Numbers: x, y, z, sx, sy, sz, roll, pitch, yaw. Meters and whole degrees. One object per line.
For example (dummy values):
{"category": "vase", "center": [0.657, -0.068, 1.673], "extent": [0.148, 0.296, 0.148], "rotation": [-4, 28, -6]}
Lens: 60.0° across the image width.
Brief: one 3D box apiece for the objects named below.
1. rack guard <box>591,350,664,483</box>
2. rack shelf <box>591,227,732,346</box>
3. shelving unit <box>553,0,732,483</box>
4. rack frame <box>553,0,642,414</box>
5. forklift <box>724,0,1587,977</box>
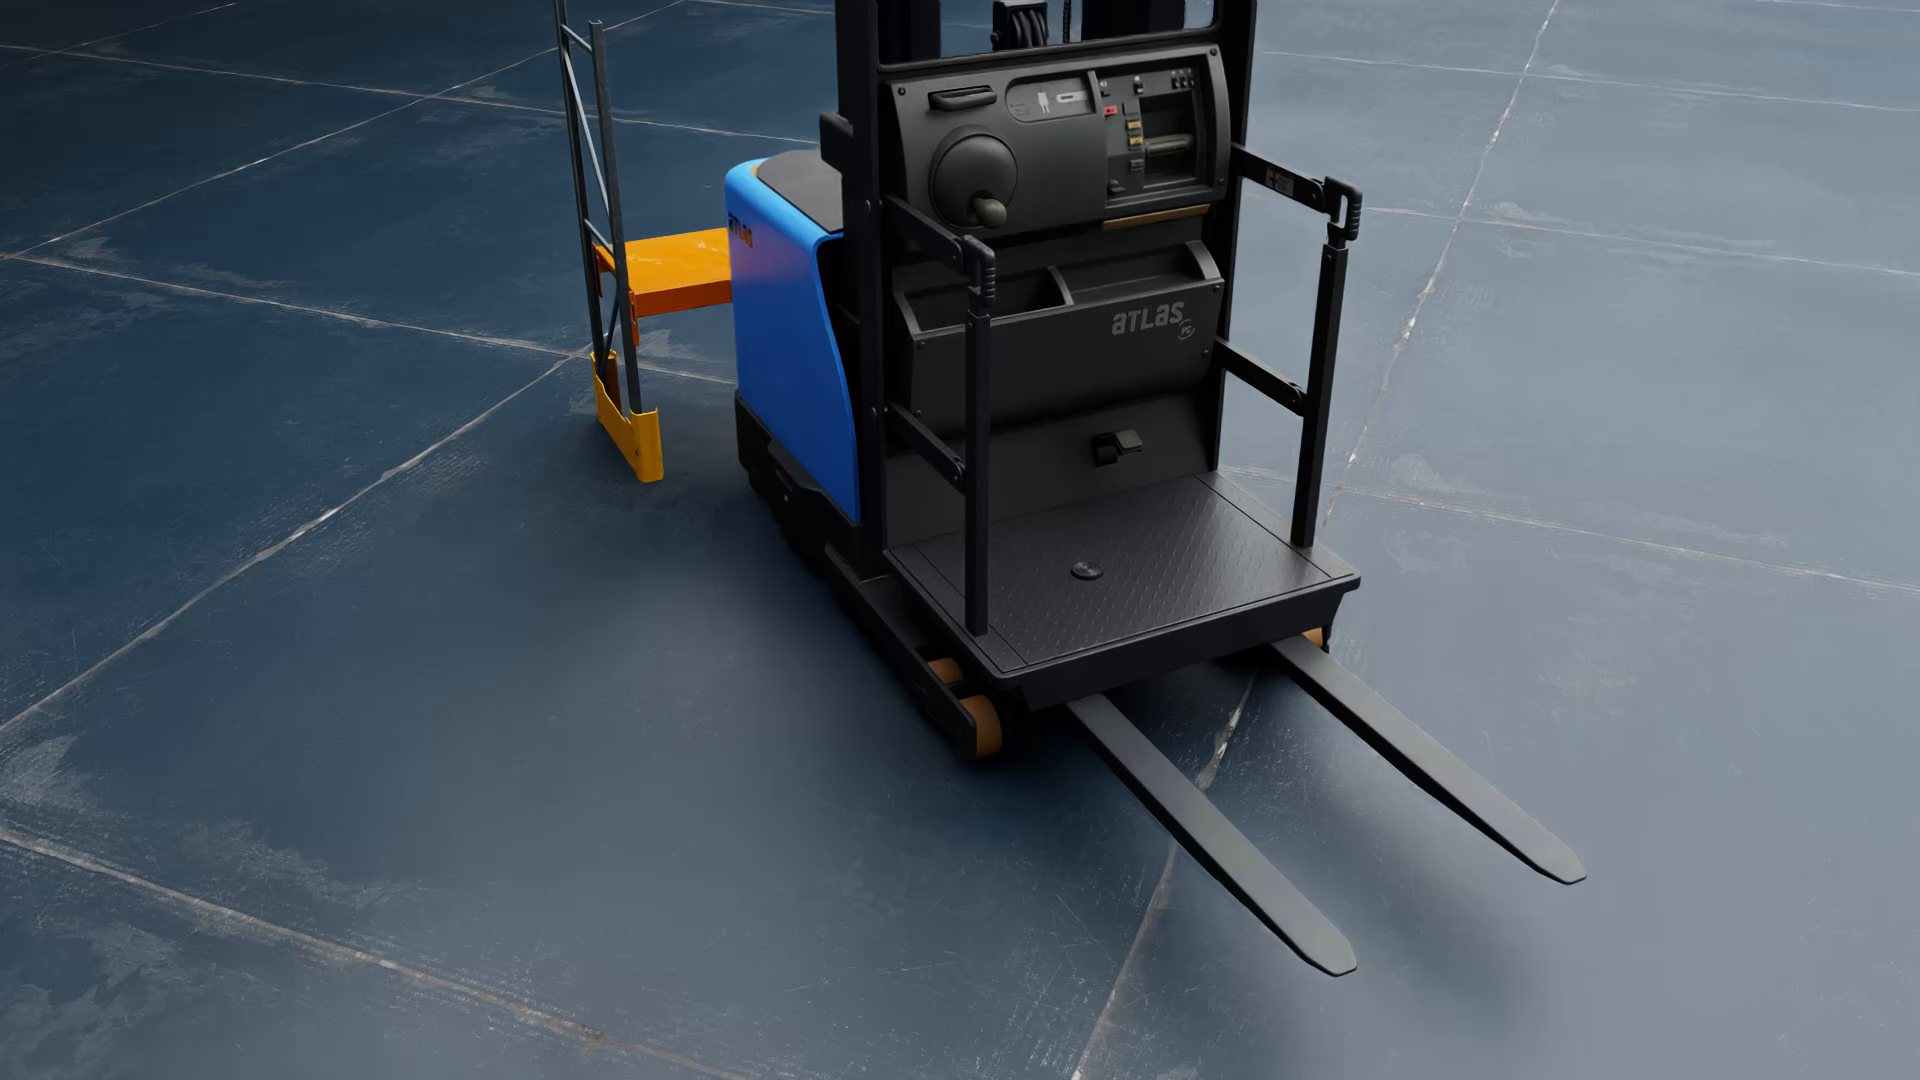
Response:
{"category": "rack guard", "center": [-1.157, -0.437, 5.769], "extent": [0.087, 0.250, 0.587], "rotation": [-13, 32, -22]}
{"category": "rack shelf", "center": [-0.716, -0.928, 5.734], "extent": [1.000, 0.185, 0.538], "rotation": [-13, 32, -22]}
{"category": "shelving unit", "center": [-0.708, -1.087, 5.649], "extent": [1.083, 1.500, 0.587], "rotation": [-13, 32, -22]}
{"category": "rack frame", "center": [-1.174, -0.977, 5.454], "extent": [0.032, 1.500, 0.500], "rotation": [-13, 32, -22]}
{"category": "forklift", "center": [0.364, -0.962, 3.974], "extent": [1.130, 2.935, 3.031], "rotation": [-14, 32, -23]}
